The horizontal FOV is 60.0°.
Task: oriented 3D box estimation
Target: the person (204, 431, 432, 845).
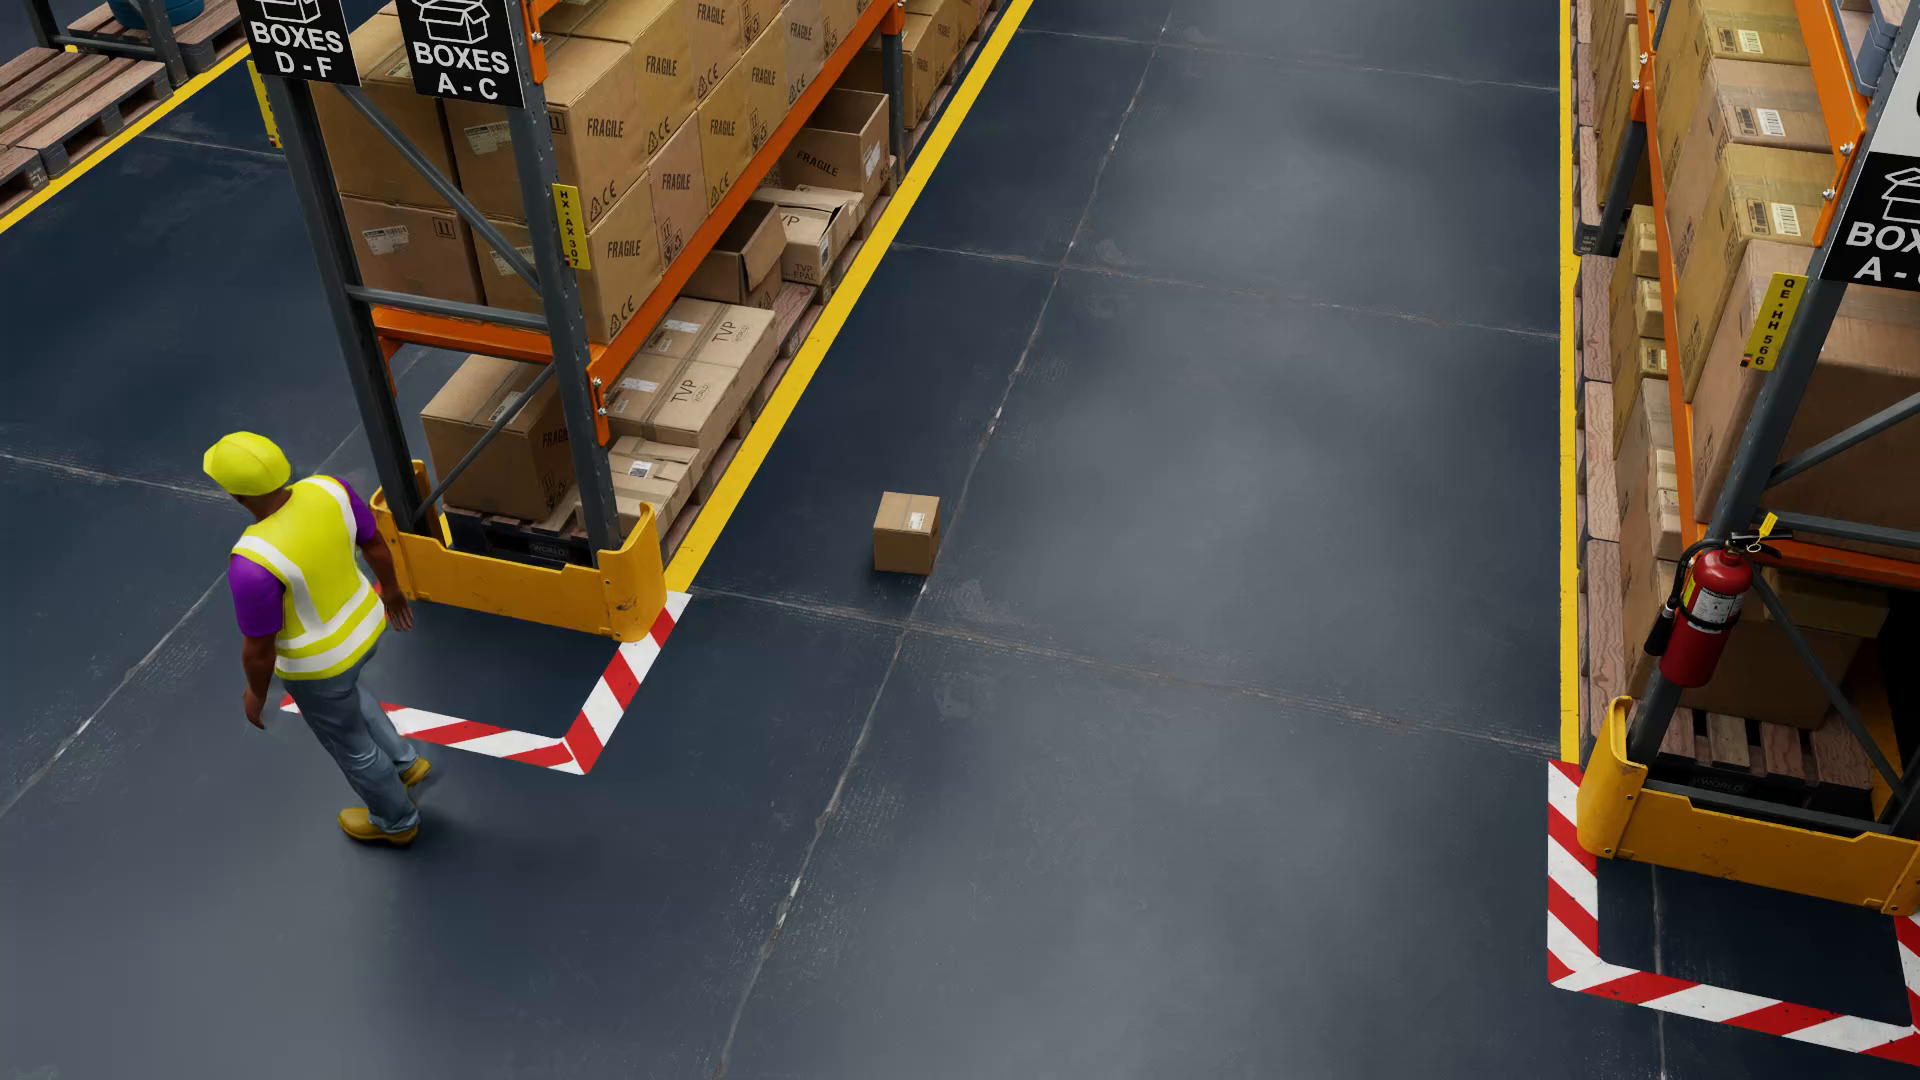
[{"bbox_3d":[-2.192,0.350,5.713,0.463,1.775,0.636,10,42,12],"label":"person"}]
